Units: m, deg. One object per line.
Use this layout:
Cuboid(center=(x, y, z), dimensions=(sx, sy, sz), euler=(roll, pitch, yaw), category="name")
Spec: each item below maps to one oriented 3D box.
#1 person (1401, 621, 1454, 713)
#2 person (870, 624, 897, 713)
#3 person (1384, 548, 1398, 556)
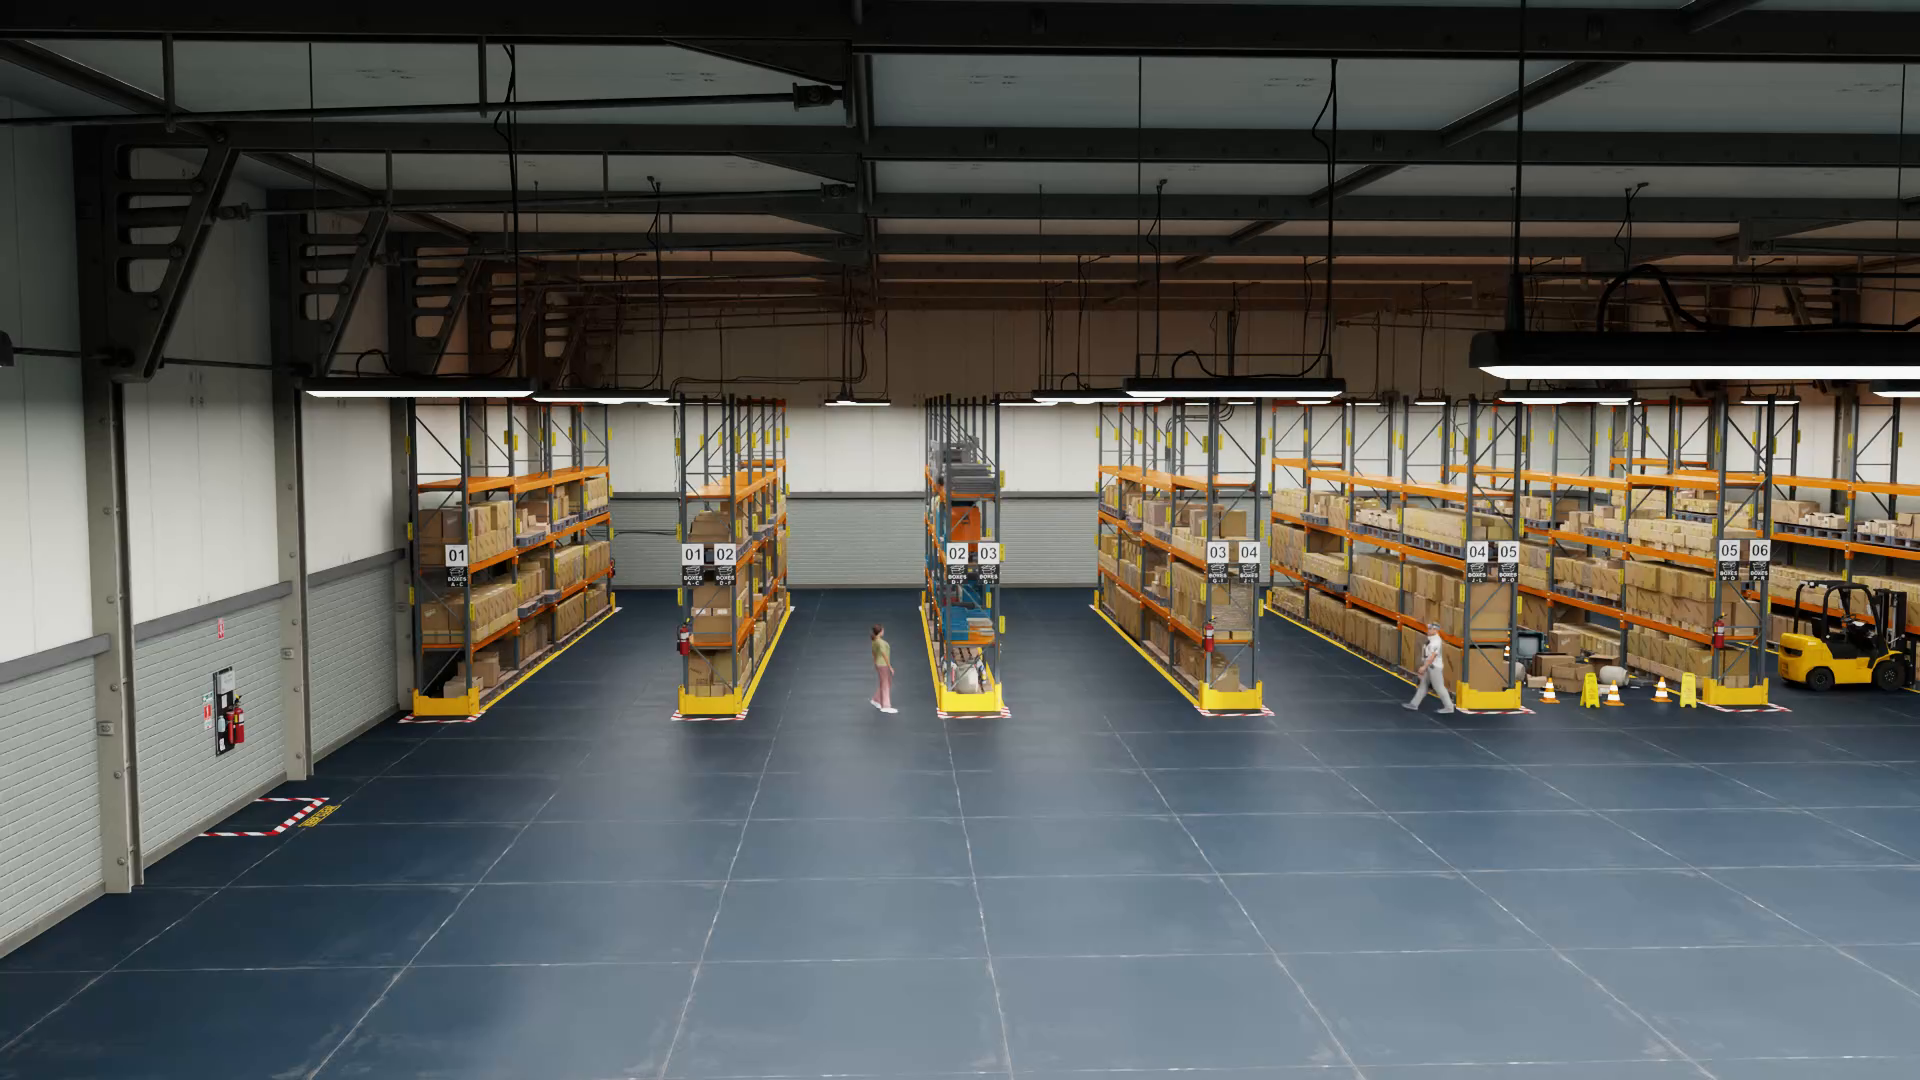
Cuboid(center=(8.785, 2.373, 31.198), dimensions=(0.968, 1.726, 0.610), euler=(1, 5, 16), category="person")
Cuboid(center=(-1.463, 2.411, 31.424), dimensions=(0.491, 1.667, 0.555), euler=(-1, 5, -13), category="person")
Cuboid(center=(13.362, 0.768, 51.691), dimensions=(0.988, 1.744, 0.642), euler=(-3, 5, -31), category="person")
